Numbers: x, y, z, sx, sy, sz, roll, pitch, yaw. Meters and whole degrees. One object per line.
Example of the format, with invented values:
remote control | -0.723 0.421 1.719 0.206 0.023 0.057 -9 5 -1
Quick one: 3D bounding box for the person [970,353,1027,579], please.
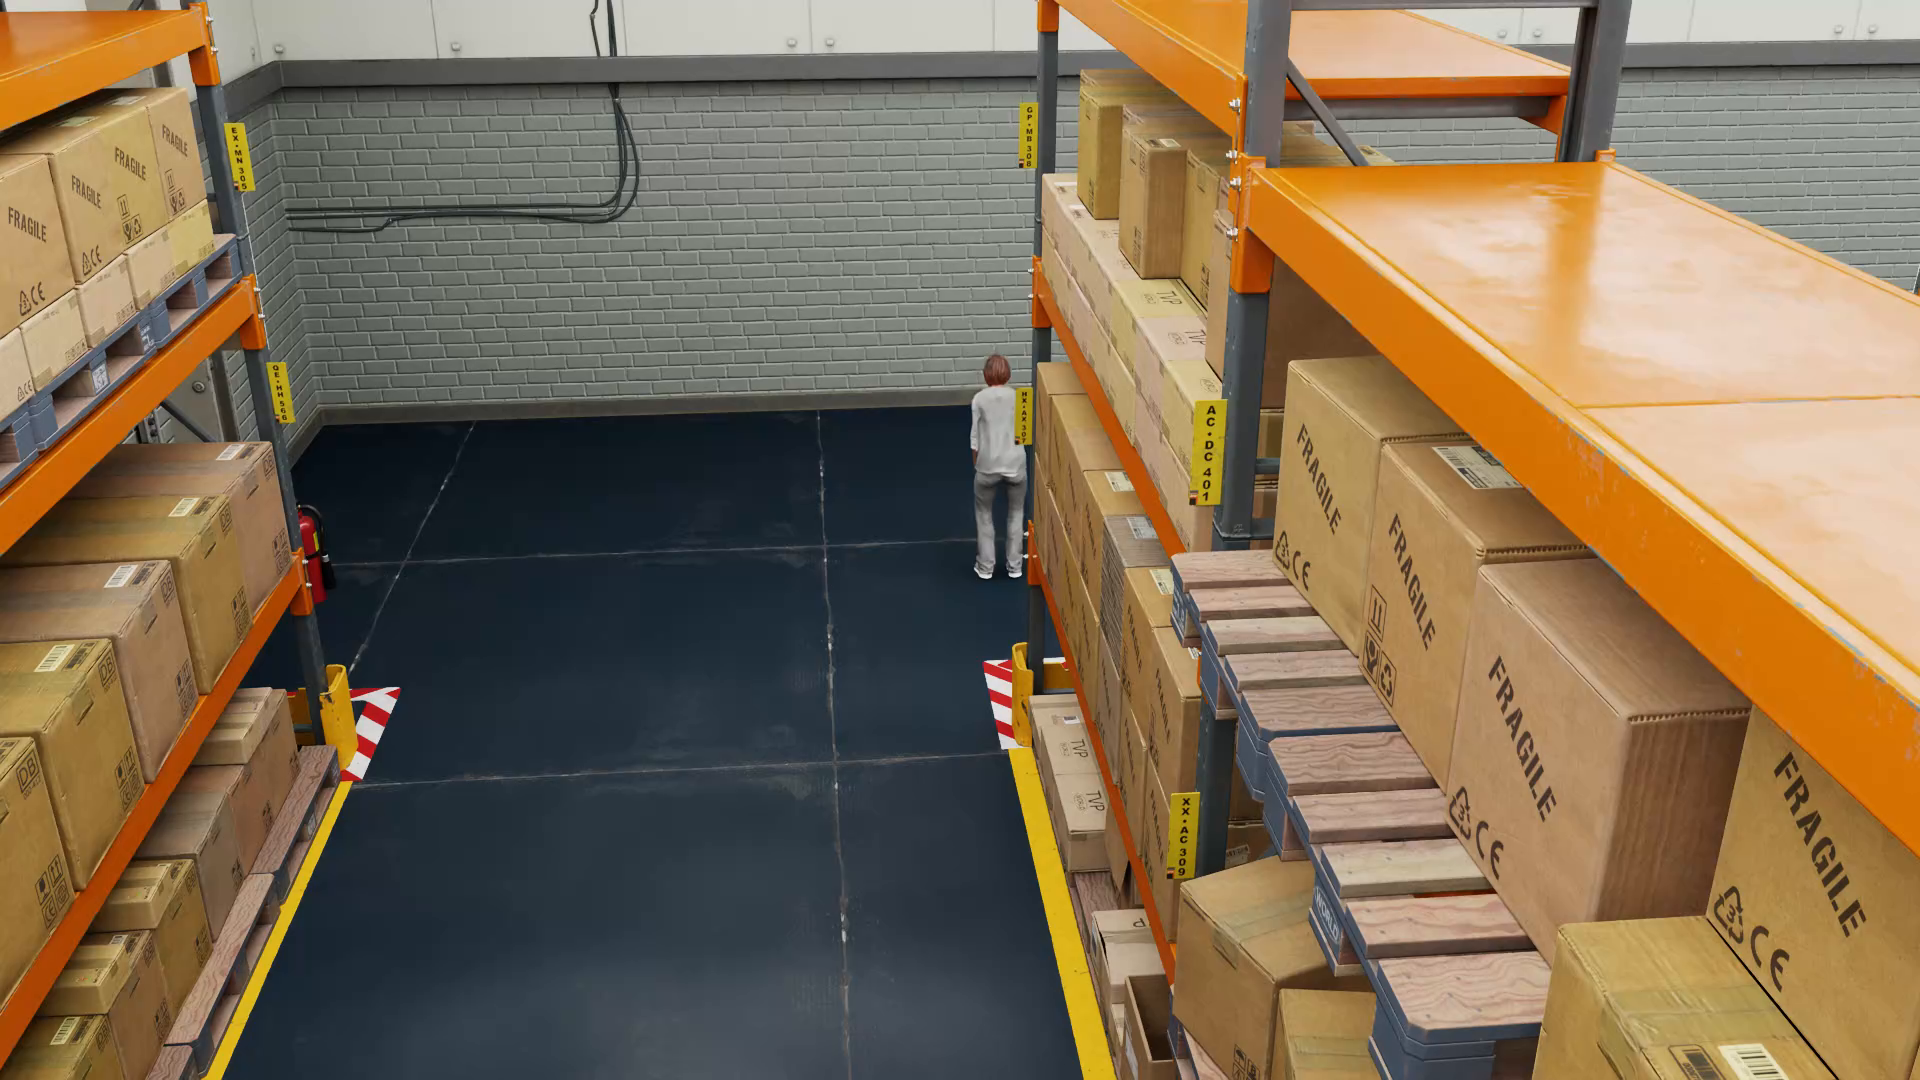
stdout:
person | 0.264 -0.505 11.489 0.372 1.560 0.533 -3 24 -6
